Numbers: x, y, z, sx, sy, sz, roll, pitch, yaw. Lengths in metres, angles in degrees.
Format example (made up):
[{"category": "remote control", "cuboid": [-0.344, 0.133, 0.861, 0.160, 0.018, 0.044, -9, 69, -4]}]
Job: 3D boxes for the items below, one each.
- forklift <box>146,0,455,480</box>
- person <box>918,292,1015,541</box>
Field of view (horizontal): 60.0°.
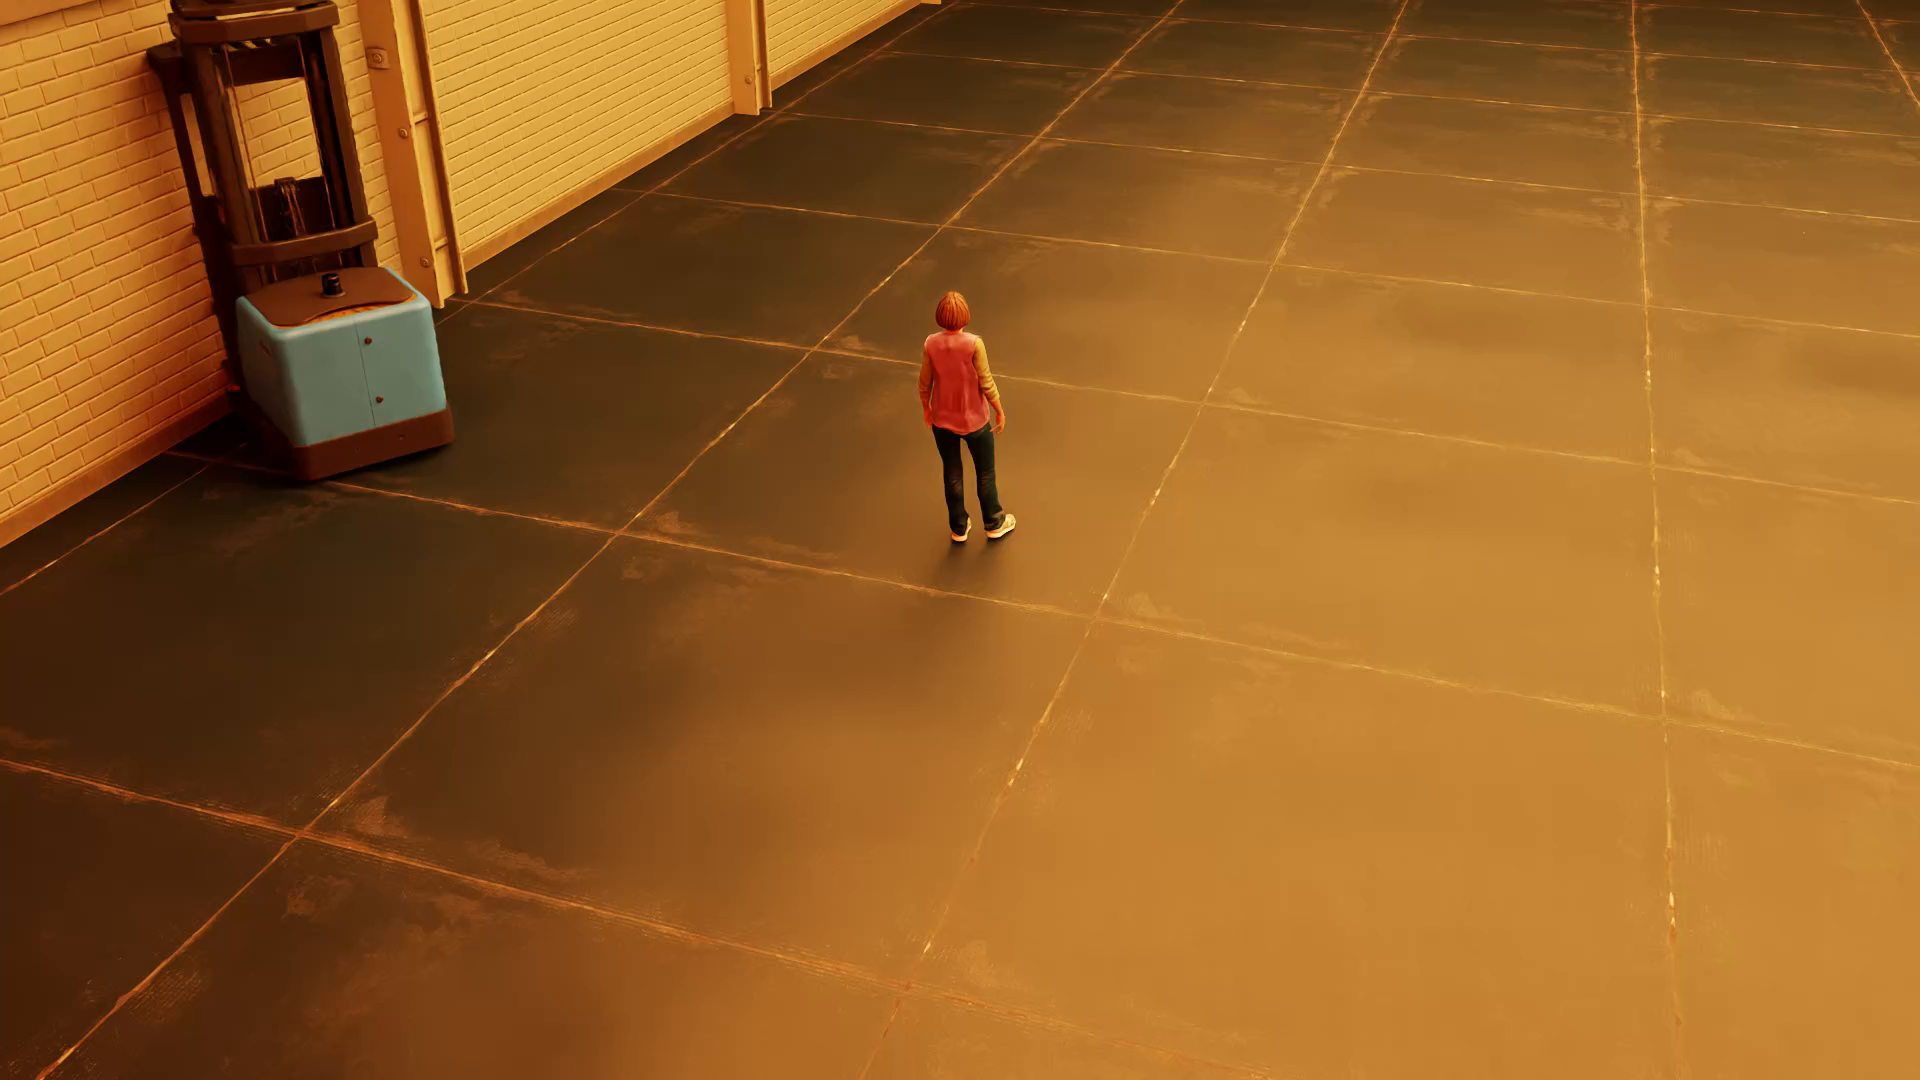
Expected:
[{"category": "forklift", "cuboid": [-4.660, -2.328, 11.221, 1.130, 2.935, 3.031, -20, 35, -31]}, {"category": "person", "cuboid": [0.037, -0.732, 9.753, 0.520, 1.597, 0.476, 10, 31, 16]}]
